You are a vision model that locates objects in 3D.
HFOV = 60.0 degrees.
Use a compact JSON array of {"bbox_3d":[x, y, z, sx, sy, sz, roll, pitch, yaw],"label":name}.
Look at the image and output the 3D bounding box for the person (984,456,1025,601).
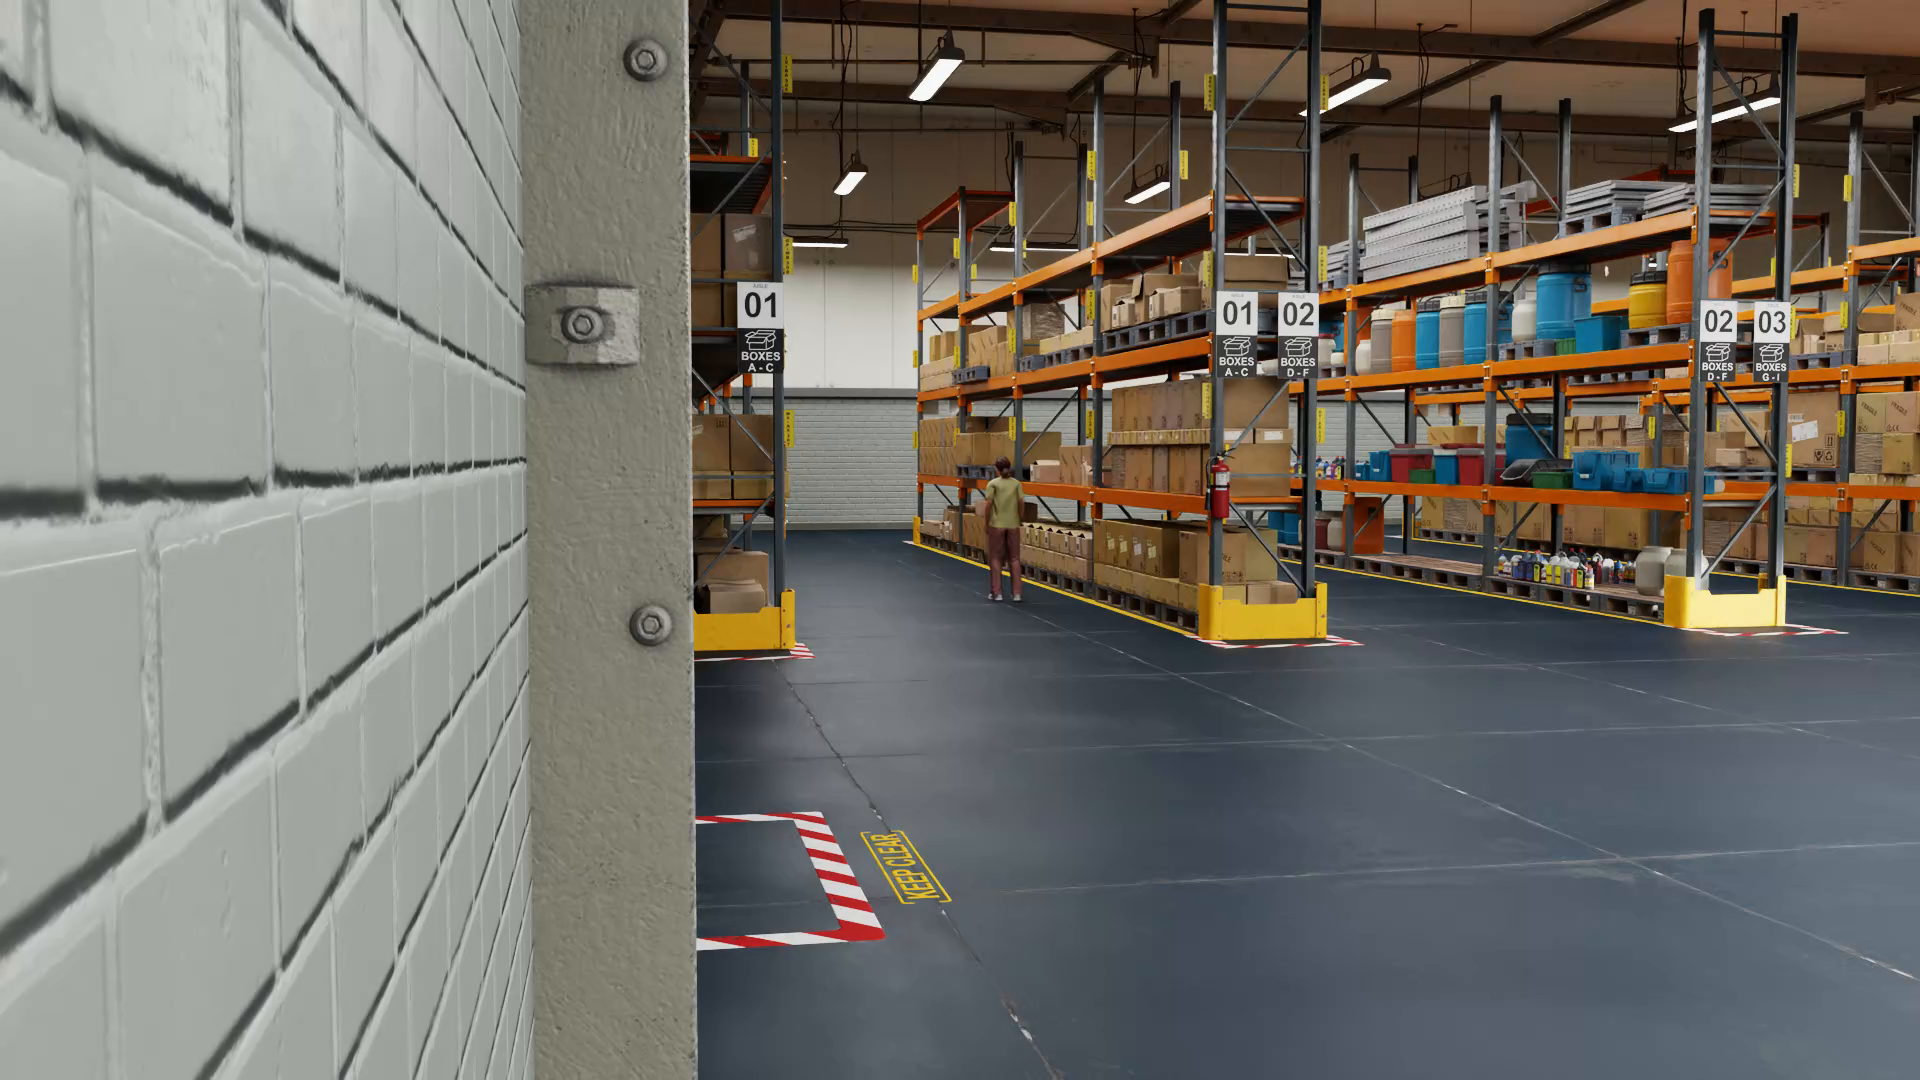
[{"bbox_3d":[0.501,-0.135,19.273,0.480,1.676,0.414,-1,3,-13],"label":"person"}]
